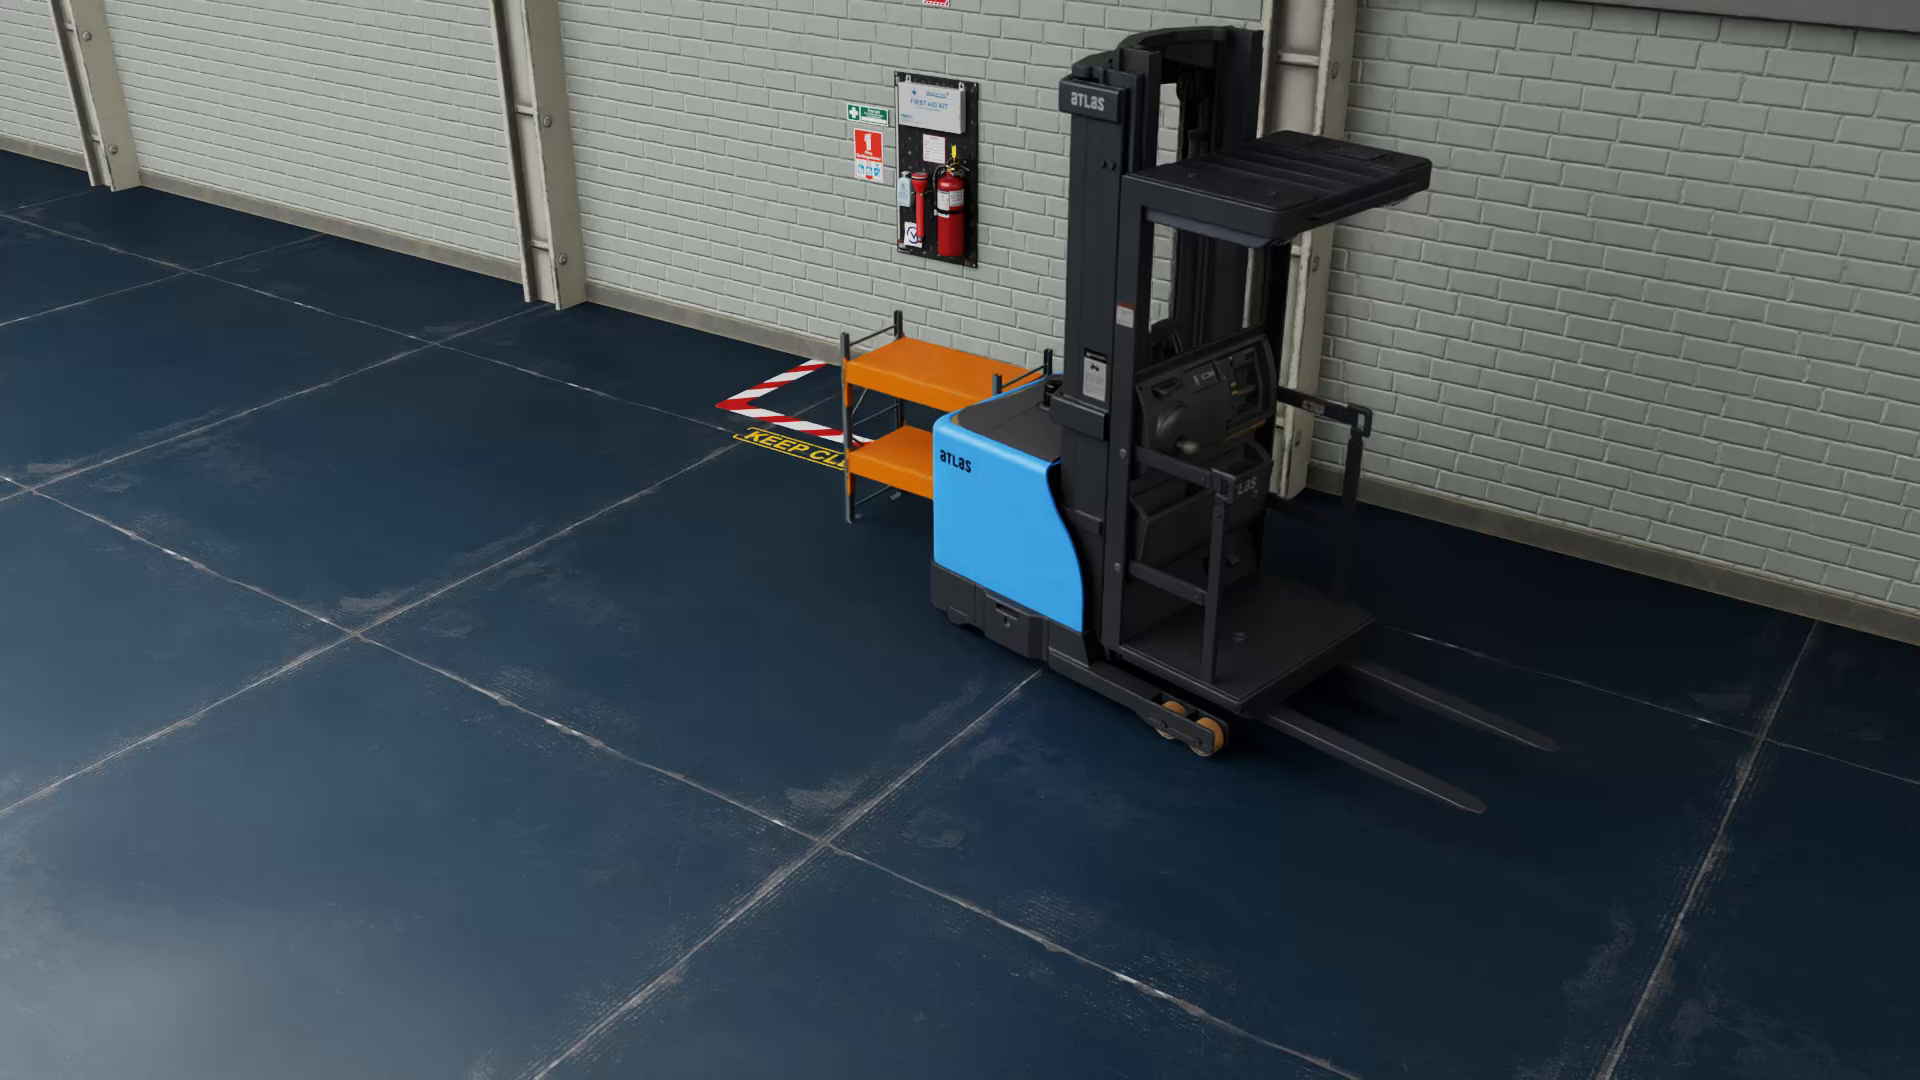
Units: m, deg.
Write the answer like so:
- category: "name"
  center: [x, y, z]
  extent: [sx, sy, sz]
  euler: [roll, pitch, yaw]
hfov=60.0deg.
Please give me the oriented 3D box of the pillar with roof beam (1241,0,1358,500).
- category: "pillar with roof beam"
  center: [-0.619, -2.722, 4.678]
  extent: [0.400, 9.000, 9.100]
  euler: [17, 32, 30]

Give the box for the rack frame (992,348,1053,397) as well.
- category: "rack frame"
  center: [0.325, -0.415, 8.825]
  extent: [0.032, 1.125, 0.500]
  euler: [19, 33, 33]

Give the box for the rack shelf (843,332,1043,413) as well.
- category: "rack shelf"
  center: [-0.079, -0.815, 8.967]
  extent: [1.000, 0.278, 0.538]
  euler: [19, 33, 33]

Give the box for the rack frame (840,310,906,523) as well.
- category: "rack frame"
  center: [-0.484, -0.694, 9.374]
  extent: [0.032, 1.125, 0.500]
  euler: [19, 33, 33]

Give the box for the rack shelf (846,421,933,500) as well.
- category: "rack shelf"
  center: [-0.079, -0.337, 9.210]
  extent: [1.000, 0.278, 0.538]
  euler: [19, 33, 33]

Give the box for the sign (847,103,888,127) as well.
- category: "sign"
  center: [-0.596, -2.735, 10.693]
  extent: [0.331, 0.109, 0.001]
  euler: [17, 32, 30]

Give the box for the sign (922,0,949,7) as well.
- category: "sign"
  center: [-0.147, -3.379, 10.027]
  extent: [0.199, 0.298, 0.001]
  euler: [17, 32, 30]

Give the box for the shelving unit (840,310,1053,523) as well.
- category: "shelving unit"
  center: [-0.079, -0.555, 9.100]
  extent: [1.048, 1.125, 0.538]
  euler: [19, 33, 33]

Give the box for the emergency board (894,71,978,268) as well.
- category: "emergency board"
  center: [-0.197, -2.307, 10.476]
  extent: [0.643, 1.169, 0.194]
  euler: [17, 32, 30]

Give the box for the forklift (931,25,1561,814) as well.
- category: "forklift"
  center: [1.245, -0.613, 7.224]
  extent: [1.130, 2.935, 3.031]
  euler: [-24, 36, -39]

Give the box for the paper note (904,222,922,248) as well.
- category: "paper note"
  center: [-0.304, -1.986, 10.816]
  extent: [0.142, 0.148, 0.016]
  euler: [17, 32, 30]

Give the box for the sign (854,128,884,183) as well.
- category: "sign"
  center: [-0.595, -2.503, 10.823]
  extent: [0.234, 0.329, 0.001]
  euler: [17, 32, 30]

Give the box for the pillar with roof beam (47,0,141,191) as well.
- category: "pillar with roof beam"
  center: [-10.511, -5.804, 10.733]
  extent: [0.400, 9.000, 9.100]
  euler: [17, 32, 30]

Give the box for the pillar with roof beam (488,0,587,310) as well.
- category: "pillar with roof beam"
  center: [-5.565, -4.263, 7.705]
  extent: [0.400, 9.000, 9.100]
  euler: [17, 32, 30]
